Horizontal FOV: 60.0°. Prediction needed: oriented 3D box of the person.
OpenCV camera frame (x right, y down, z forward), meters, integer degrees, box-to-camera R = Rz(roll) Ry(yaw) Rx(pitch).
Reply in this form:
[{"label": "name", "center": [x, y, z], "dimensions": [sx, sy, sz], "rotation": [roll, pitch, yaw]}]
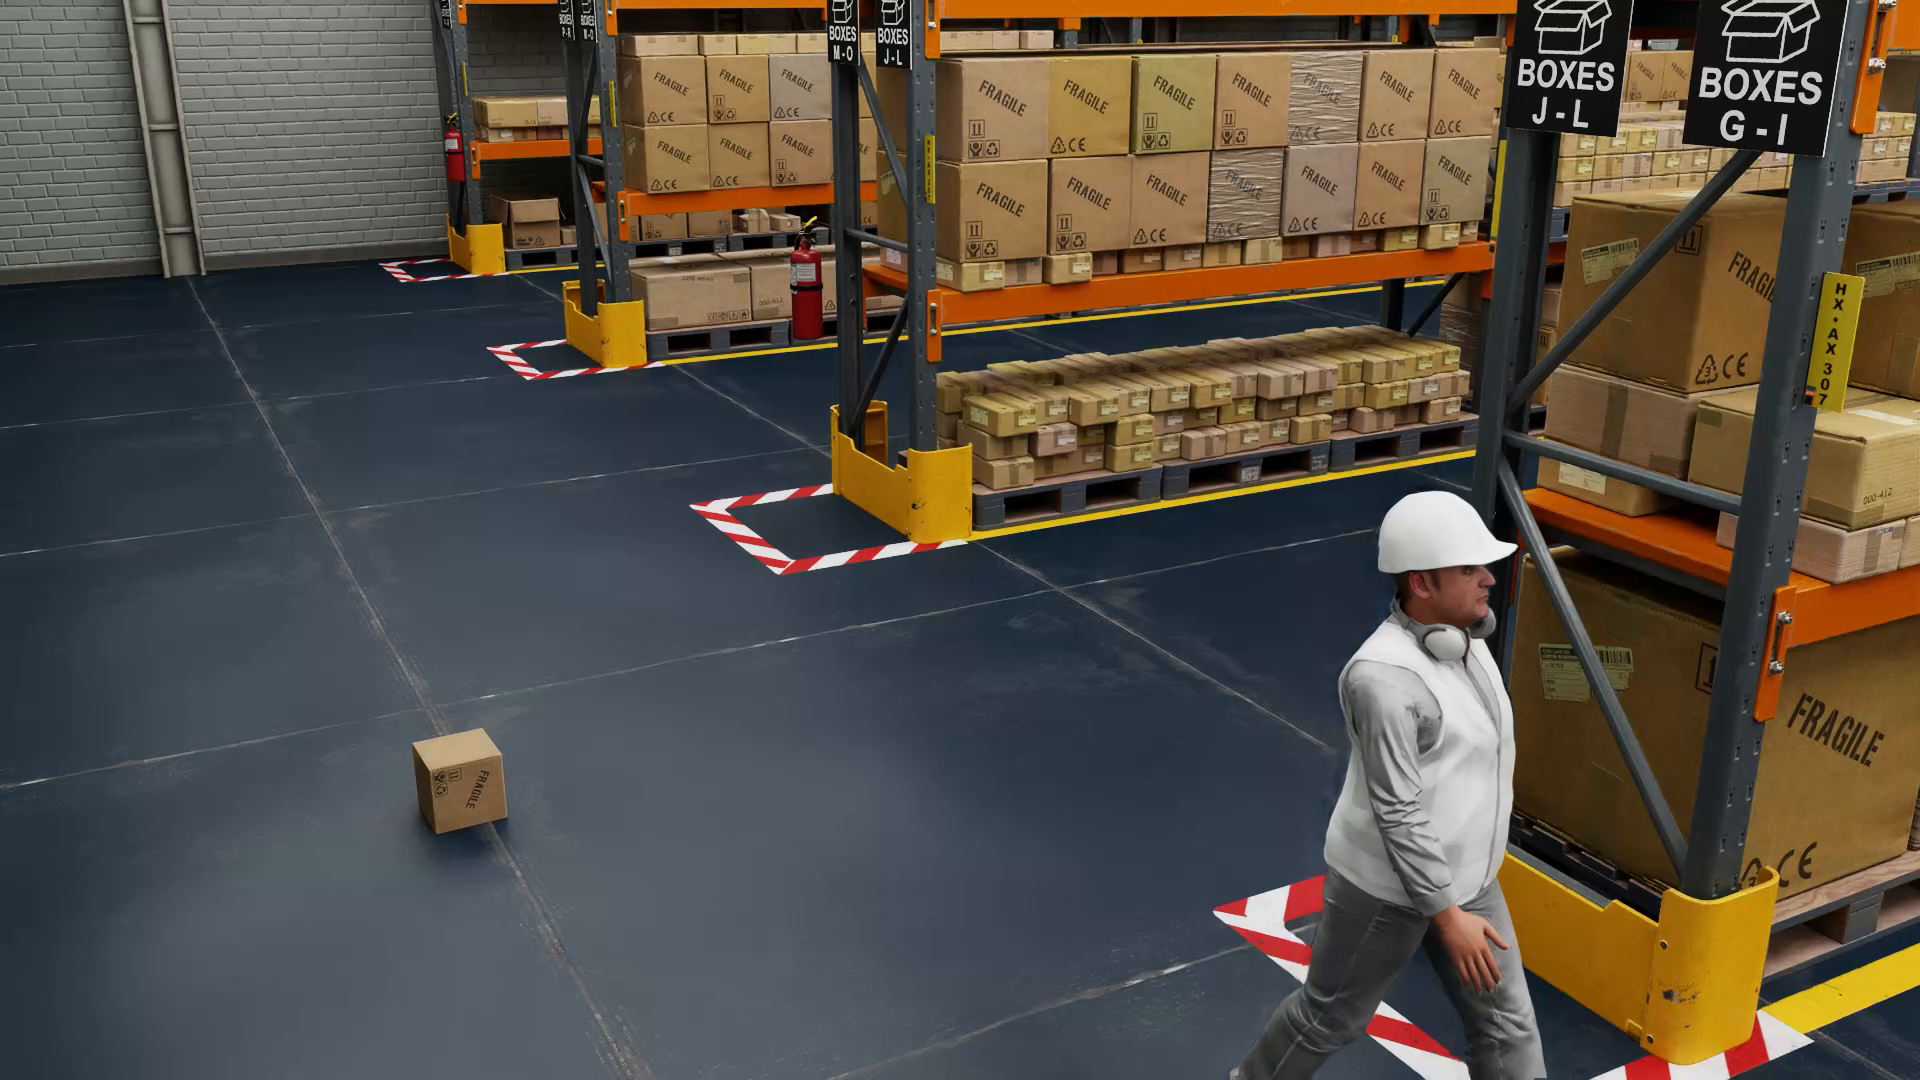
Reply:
[{"label": "person", "center": [1.105, 0.743, 3.728], "dimensions": [0.997, 1.715, 0.560], "rotation": [15, 24, 38]}]
